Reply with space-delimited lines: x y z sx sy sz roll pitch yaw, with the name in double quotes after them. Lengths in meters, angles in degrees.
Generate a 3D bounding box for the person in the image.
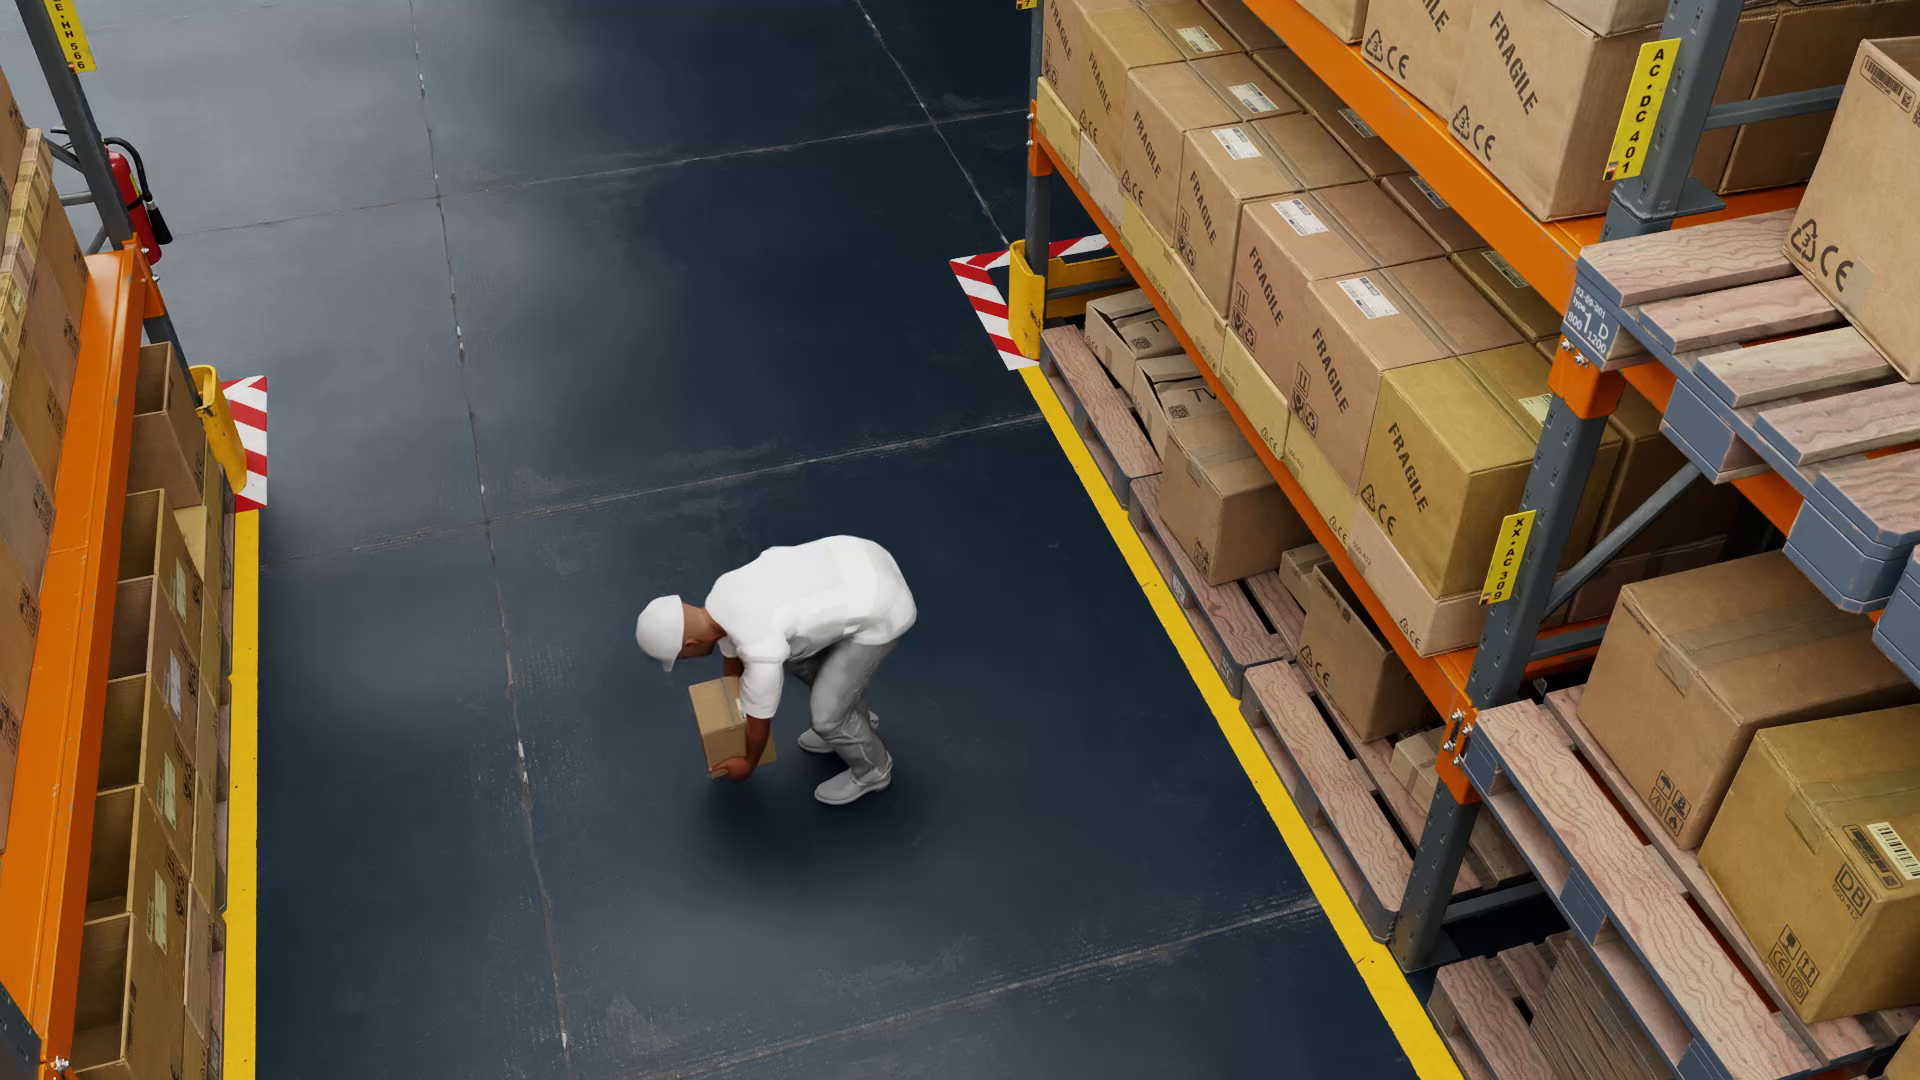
-0.644 0.524 6.065 0.981 1.087 0.481 -13 44 -14 "person"
